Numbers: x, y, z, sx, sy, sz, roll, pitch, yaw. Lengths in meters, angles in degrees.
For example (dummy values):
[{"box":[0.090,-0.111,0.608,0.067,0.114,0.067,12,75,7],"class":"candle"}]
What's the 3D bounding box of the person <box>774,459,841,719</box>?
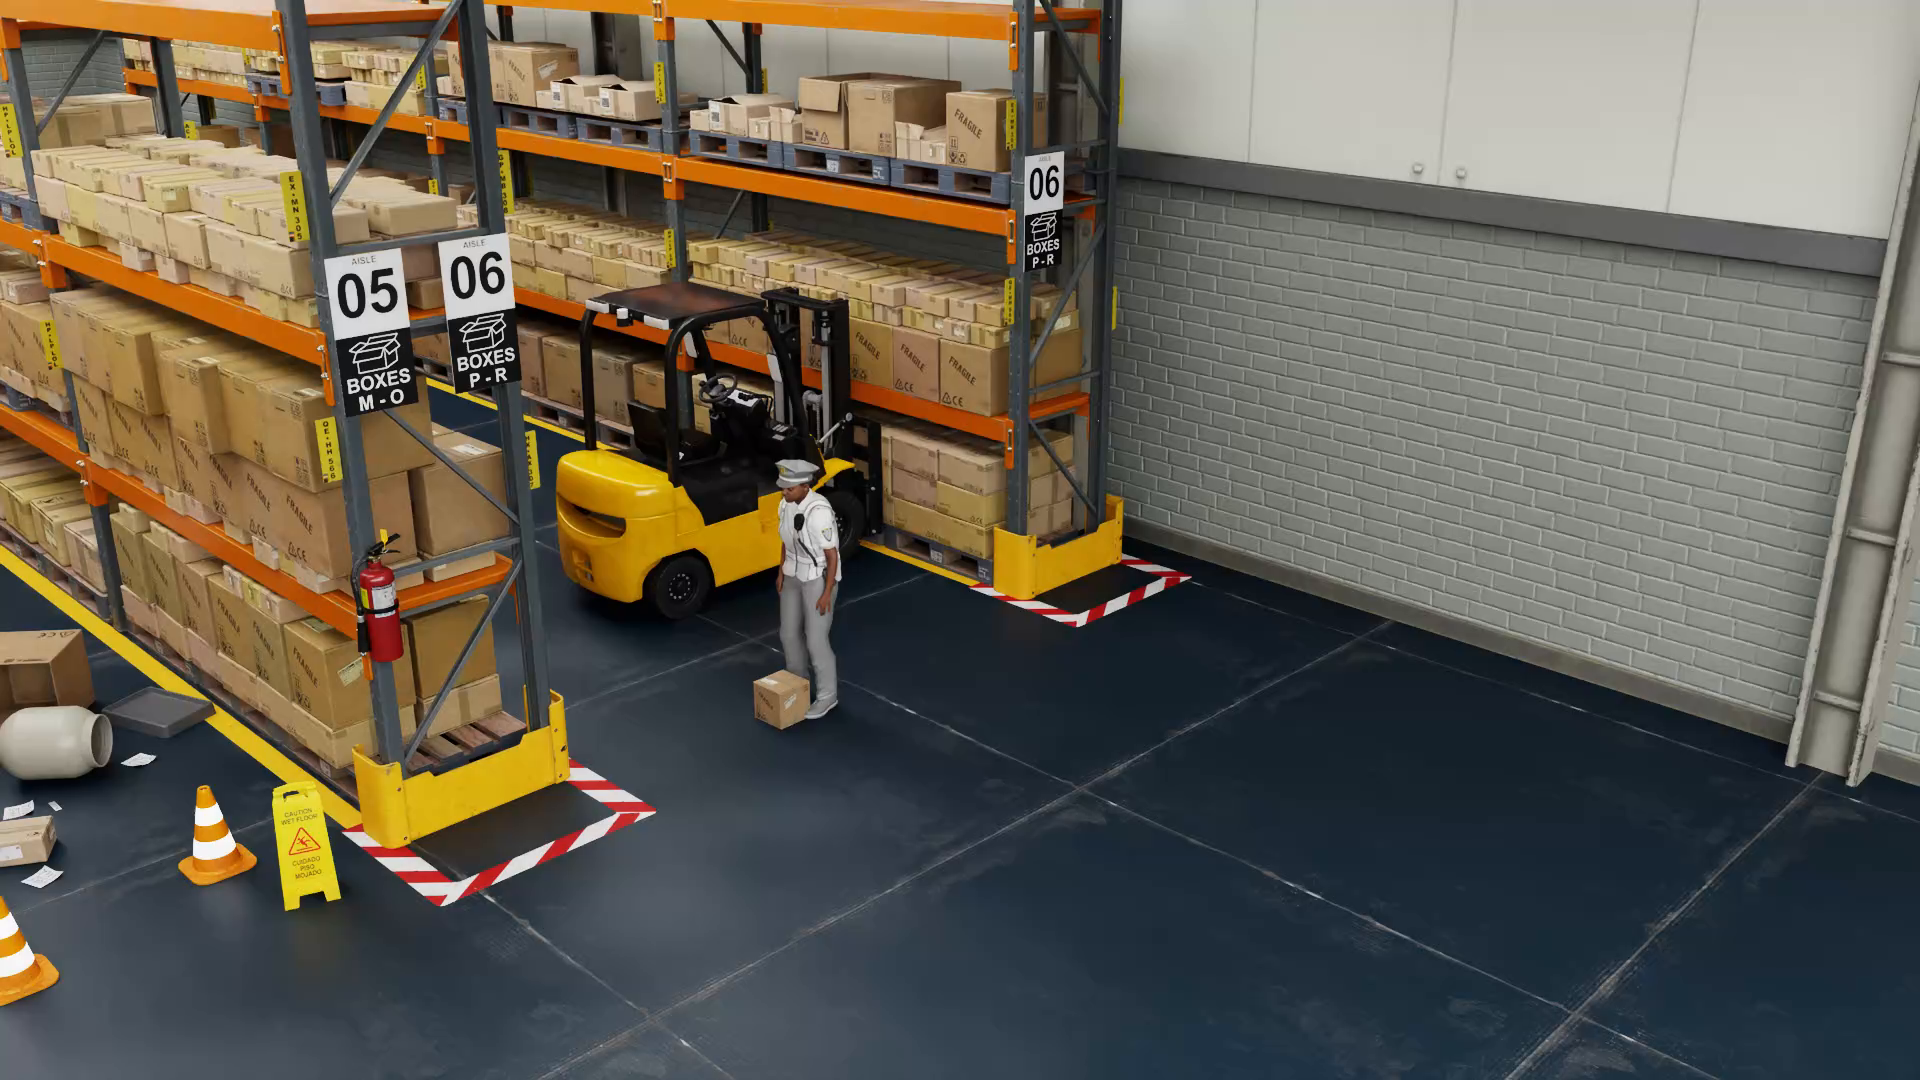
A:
[{"box":[-0.960,0.278,10.348,0.504,1.658,0.396,19,28,41],"class":"person"}]
